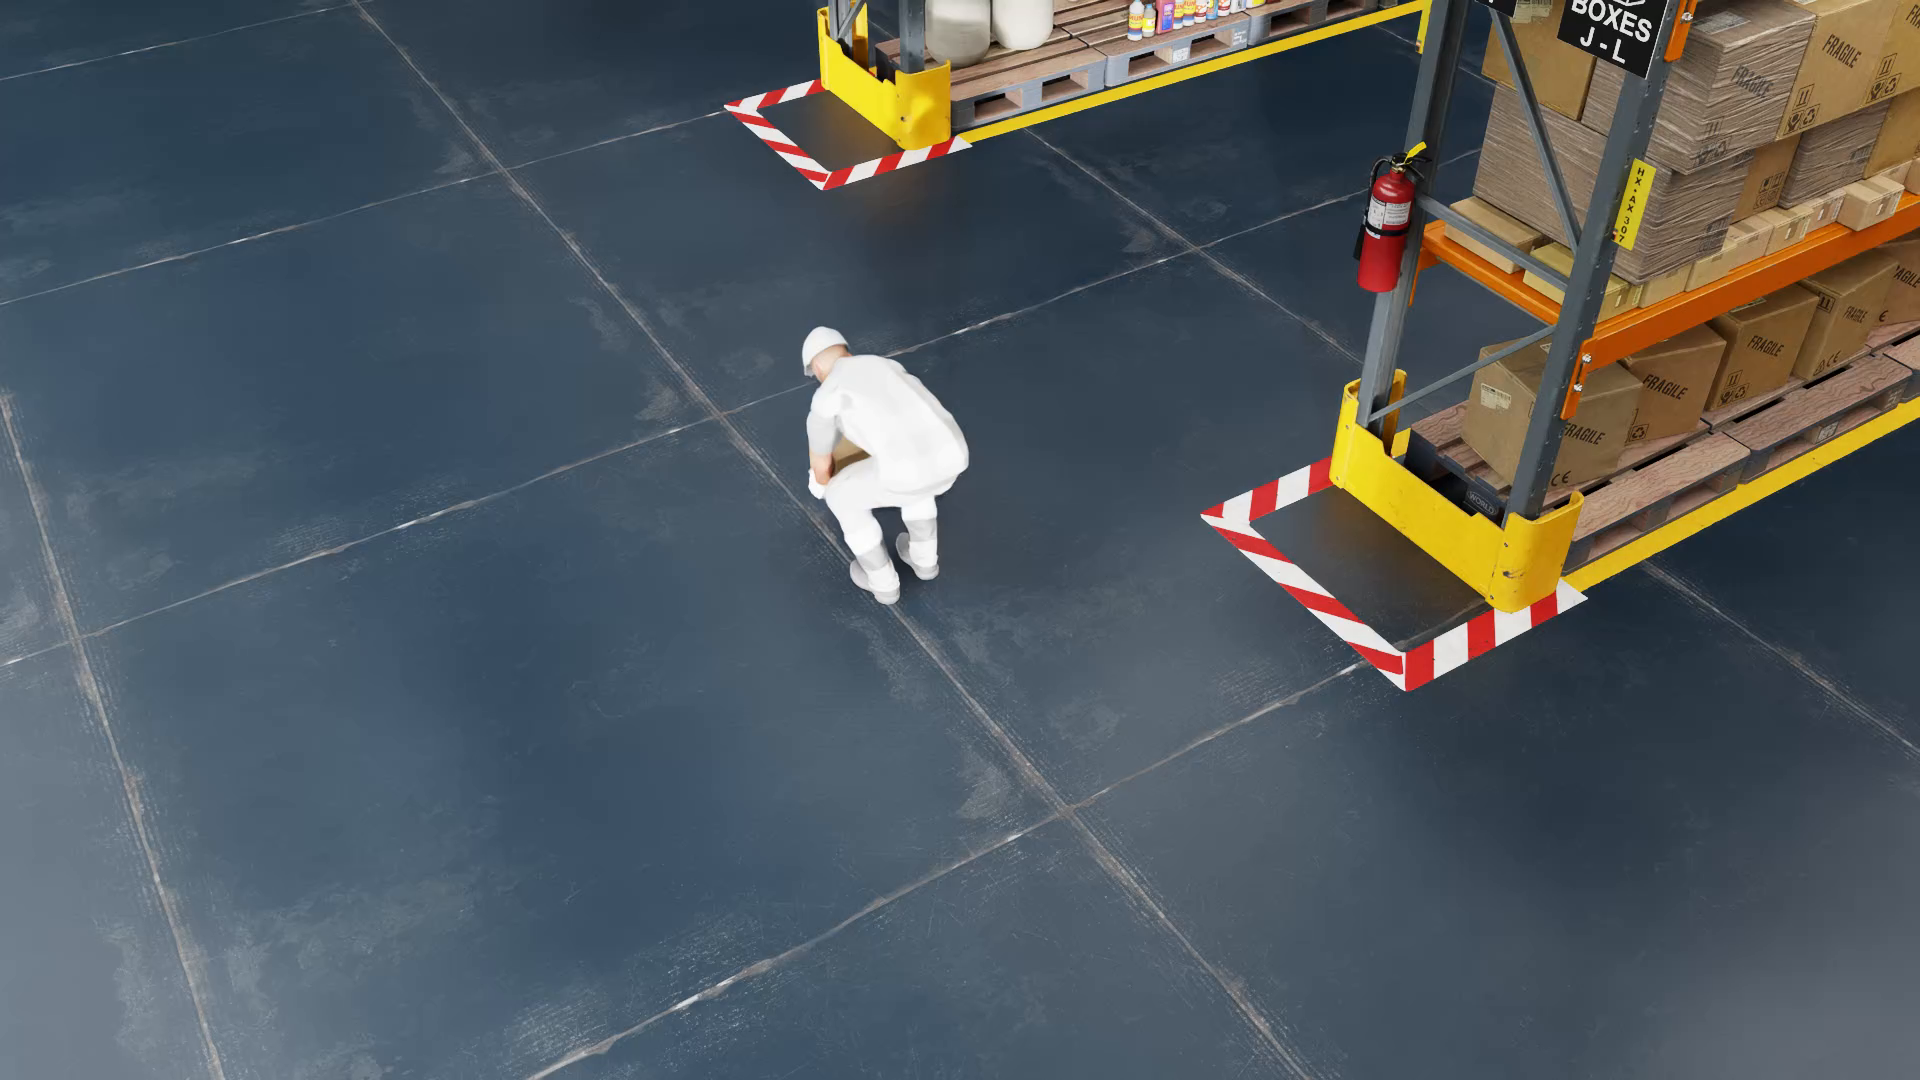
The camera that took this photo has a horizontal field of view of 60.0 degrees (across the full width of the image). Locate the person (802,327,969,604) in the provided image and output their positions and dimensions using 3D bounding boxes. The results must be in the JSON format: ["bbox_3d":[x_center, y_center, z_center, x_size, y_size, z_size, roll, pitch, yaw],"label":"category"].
[{"bbox_3d":[-0.357,-0.309,7.106,0.531,1.004,0.957,-25,46,-26],"label":"person"}]
